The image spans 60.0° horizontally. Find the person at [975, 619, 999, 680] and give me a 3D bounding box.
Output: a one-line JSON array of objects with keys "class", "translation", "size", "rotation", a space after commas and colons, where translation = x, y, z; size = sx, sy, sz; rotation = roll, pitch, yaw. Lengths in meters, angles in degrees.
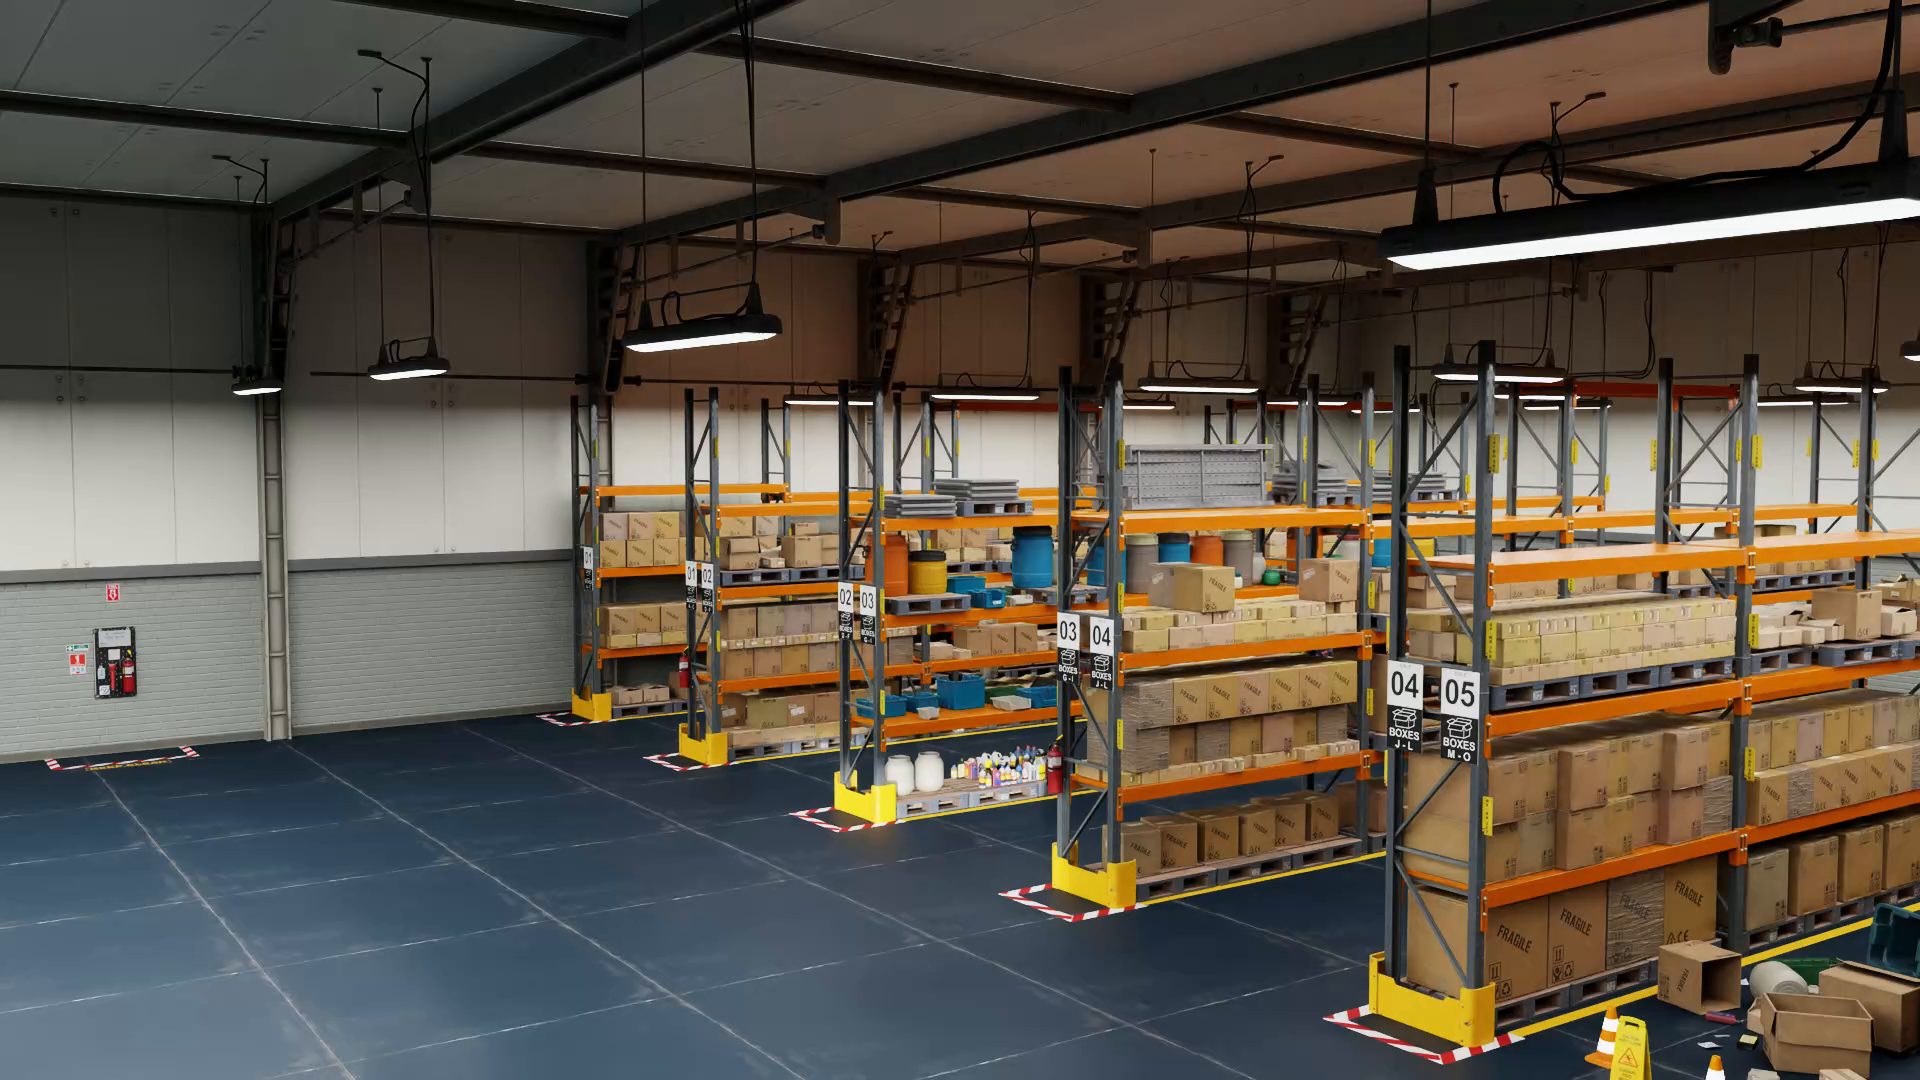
[{"class": "person", "translation": [0.572, 2.052, 33.764], "size": [0.439, 1.785, 0.587], "rotation": [2, 4, 28]}]
